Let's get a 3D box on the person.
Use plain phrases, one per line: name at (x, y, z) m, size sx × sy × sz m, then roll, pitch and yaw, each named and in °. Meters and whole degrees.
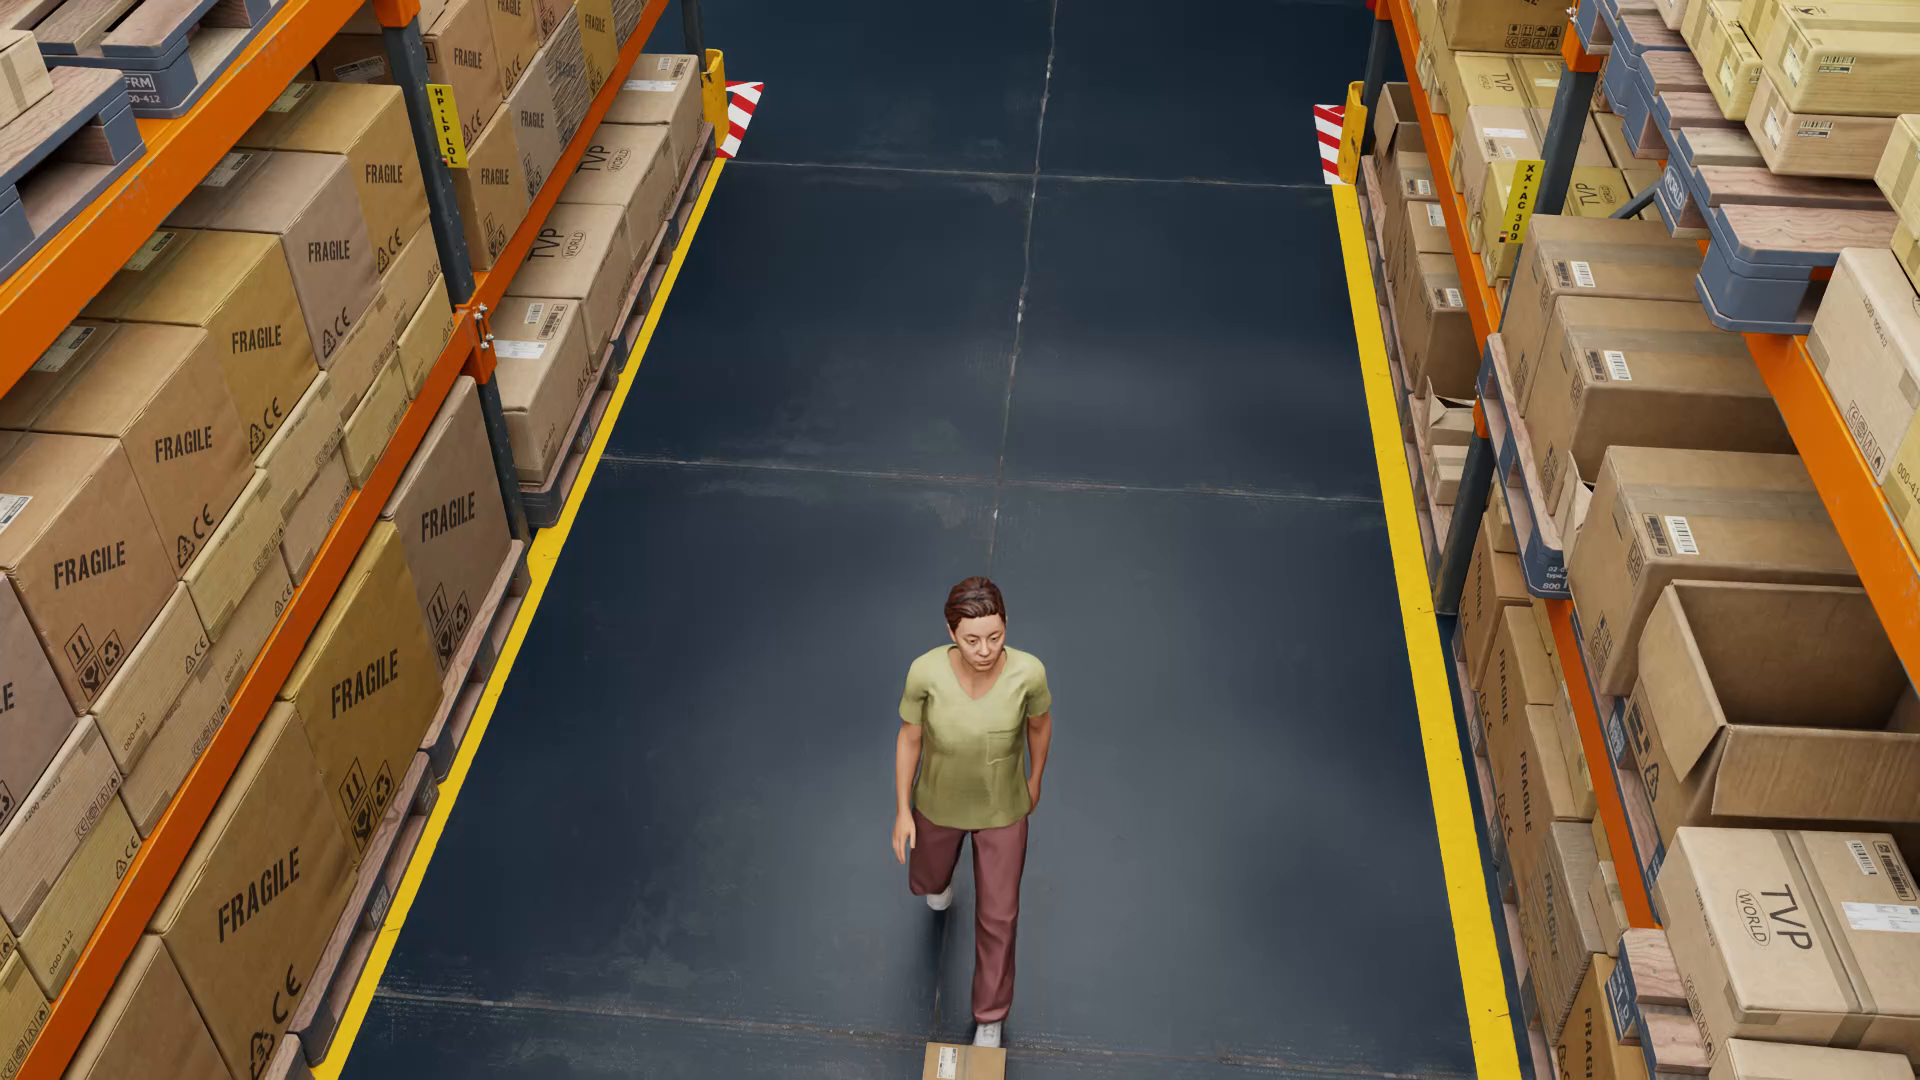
person at (0.037, 0.827, 5.171) m, size 0.469 × 1.645 × 0.867 m, roll 3°, pitch 40°, yaw 3°
